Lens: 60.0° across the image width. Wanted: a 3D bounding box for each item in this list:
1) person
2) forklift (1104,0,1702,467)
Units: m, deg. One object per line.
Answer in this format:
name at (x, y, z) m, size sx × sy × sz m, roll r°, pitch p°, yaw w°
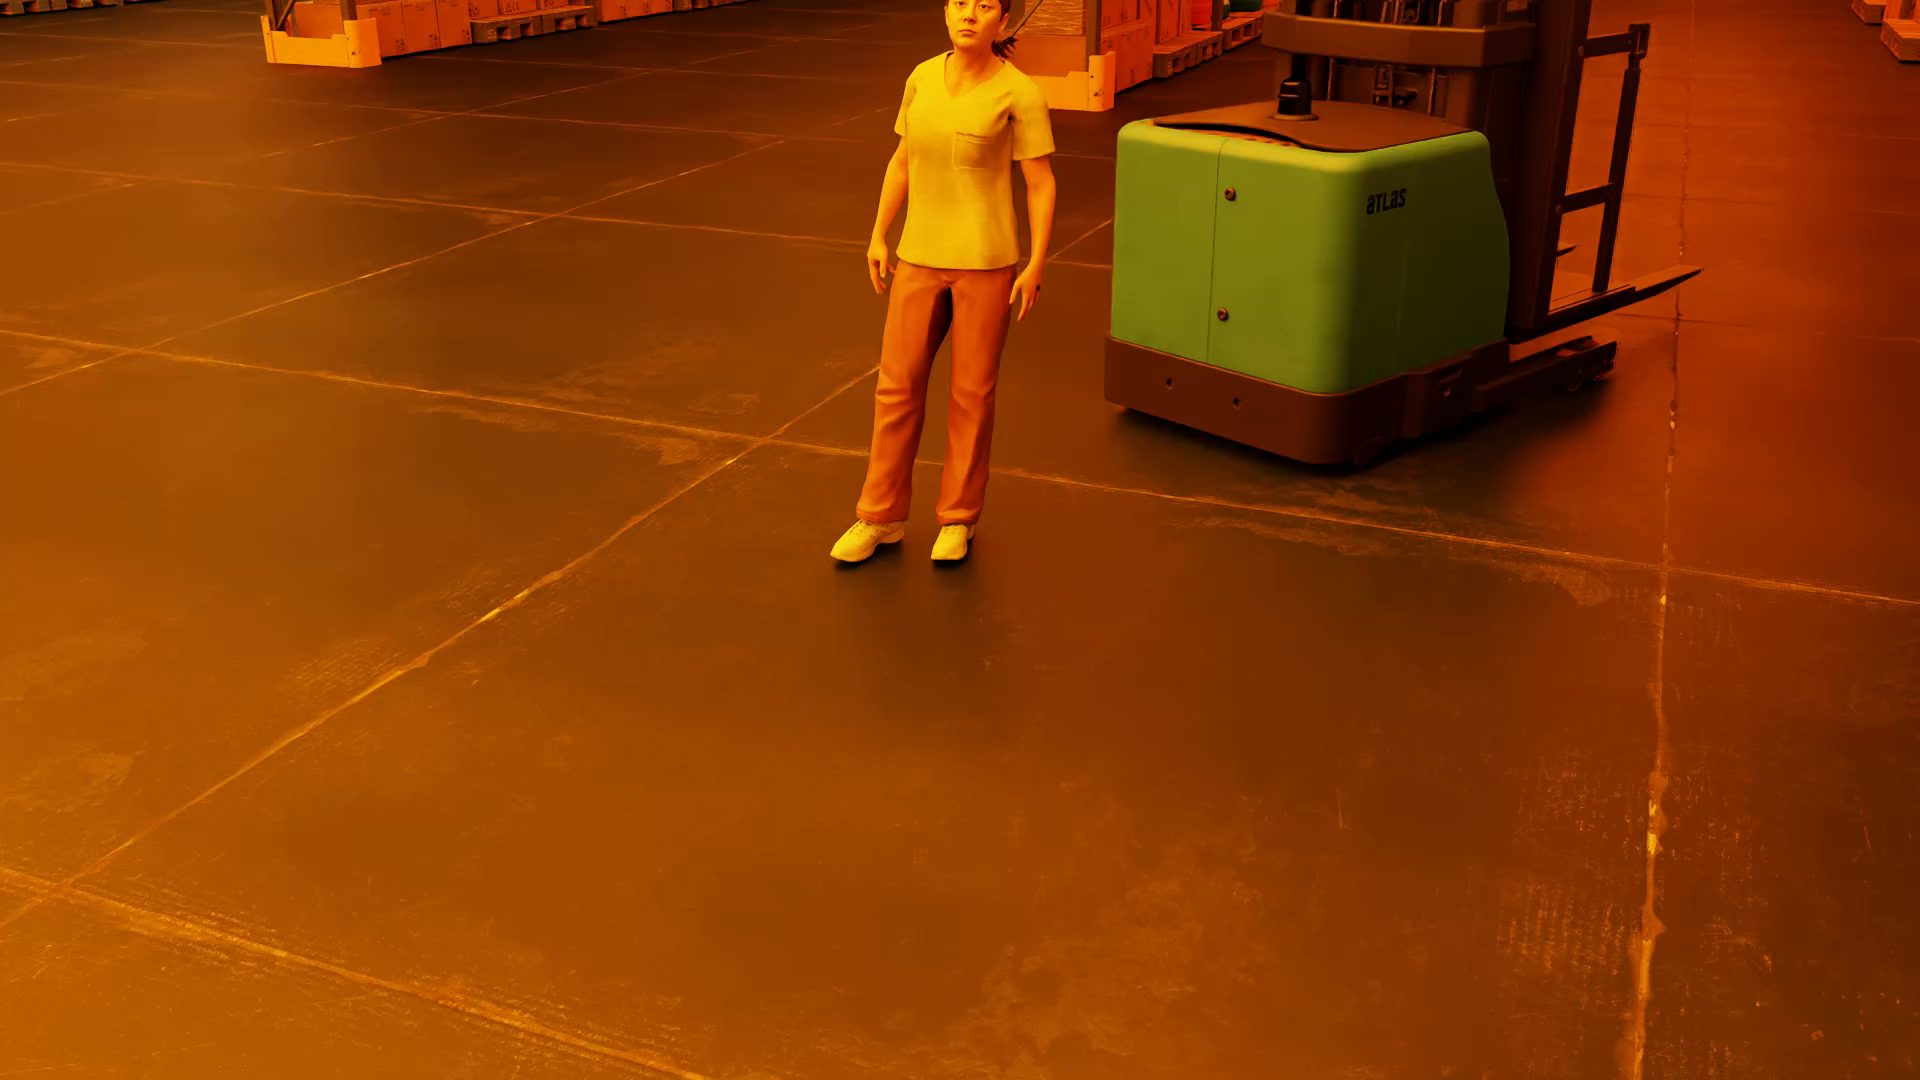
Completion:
person at (-0.039, -0.755, 4.708) m, size 0.554 × 1.673 × 0.548 m, roll 9°, pitch 24°, yaw 21°
forklift at (1.964, -2.061, 6.224) m, size 3.031 × 2.935 × 1.130 m, roll -19°, pitch 29°, yaw -38°
